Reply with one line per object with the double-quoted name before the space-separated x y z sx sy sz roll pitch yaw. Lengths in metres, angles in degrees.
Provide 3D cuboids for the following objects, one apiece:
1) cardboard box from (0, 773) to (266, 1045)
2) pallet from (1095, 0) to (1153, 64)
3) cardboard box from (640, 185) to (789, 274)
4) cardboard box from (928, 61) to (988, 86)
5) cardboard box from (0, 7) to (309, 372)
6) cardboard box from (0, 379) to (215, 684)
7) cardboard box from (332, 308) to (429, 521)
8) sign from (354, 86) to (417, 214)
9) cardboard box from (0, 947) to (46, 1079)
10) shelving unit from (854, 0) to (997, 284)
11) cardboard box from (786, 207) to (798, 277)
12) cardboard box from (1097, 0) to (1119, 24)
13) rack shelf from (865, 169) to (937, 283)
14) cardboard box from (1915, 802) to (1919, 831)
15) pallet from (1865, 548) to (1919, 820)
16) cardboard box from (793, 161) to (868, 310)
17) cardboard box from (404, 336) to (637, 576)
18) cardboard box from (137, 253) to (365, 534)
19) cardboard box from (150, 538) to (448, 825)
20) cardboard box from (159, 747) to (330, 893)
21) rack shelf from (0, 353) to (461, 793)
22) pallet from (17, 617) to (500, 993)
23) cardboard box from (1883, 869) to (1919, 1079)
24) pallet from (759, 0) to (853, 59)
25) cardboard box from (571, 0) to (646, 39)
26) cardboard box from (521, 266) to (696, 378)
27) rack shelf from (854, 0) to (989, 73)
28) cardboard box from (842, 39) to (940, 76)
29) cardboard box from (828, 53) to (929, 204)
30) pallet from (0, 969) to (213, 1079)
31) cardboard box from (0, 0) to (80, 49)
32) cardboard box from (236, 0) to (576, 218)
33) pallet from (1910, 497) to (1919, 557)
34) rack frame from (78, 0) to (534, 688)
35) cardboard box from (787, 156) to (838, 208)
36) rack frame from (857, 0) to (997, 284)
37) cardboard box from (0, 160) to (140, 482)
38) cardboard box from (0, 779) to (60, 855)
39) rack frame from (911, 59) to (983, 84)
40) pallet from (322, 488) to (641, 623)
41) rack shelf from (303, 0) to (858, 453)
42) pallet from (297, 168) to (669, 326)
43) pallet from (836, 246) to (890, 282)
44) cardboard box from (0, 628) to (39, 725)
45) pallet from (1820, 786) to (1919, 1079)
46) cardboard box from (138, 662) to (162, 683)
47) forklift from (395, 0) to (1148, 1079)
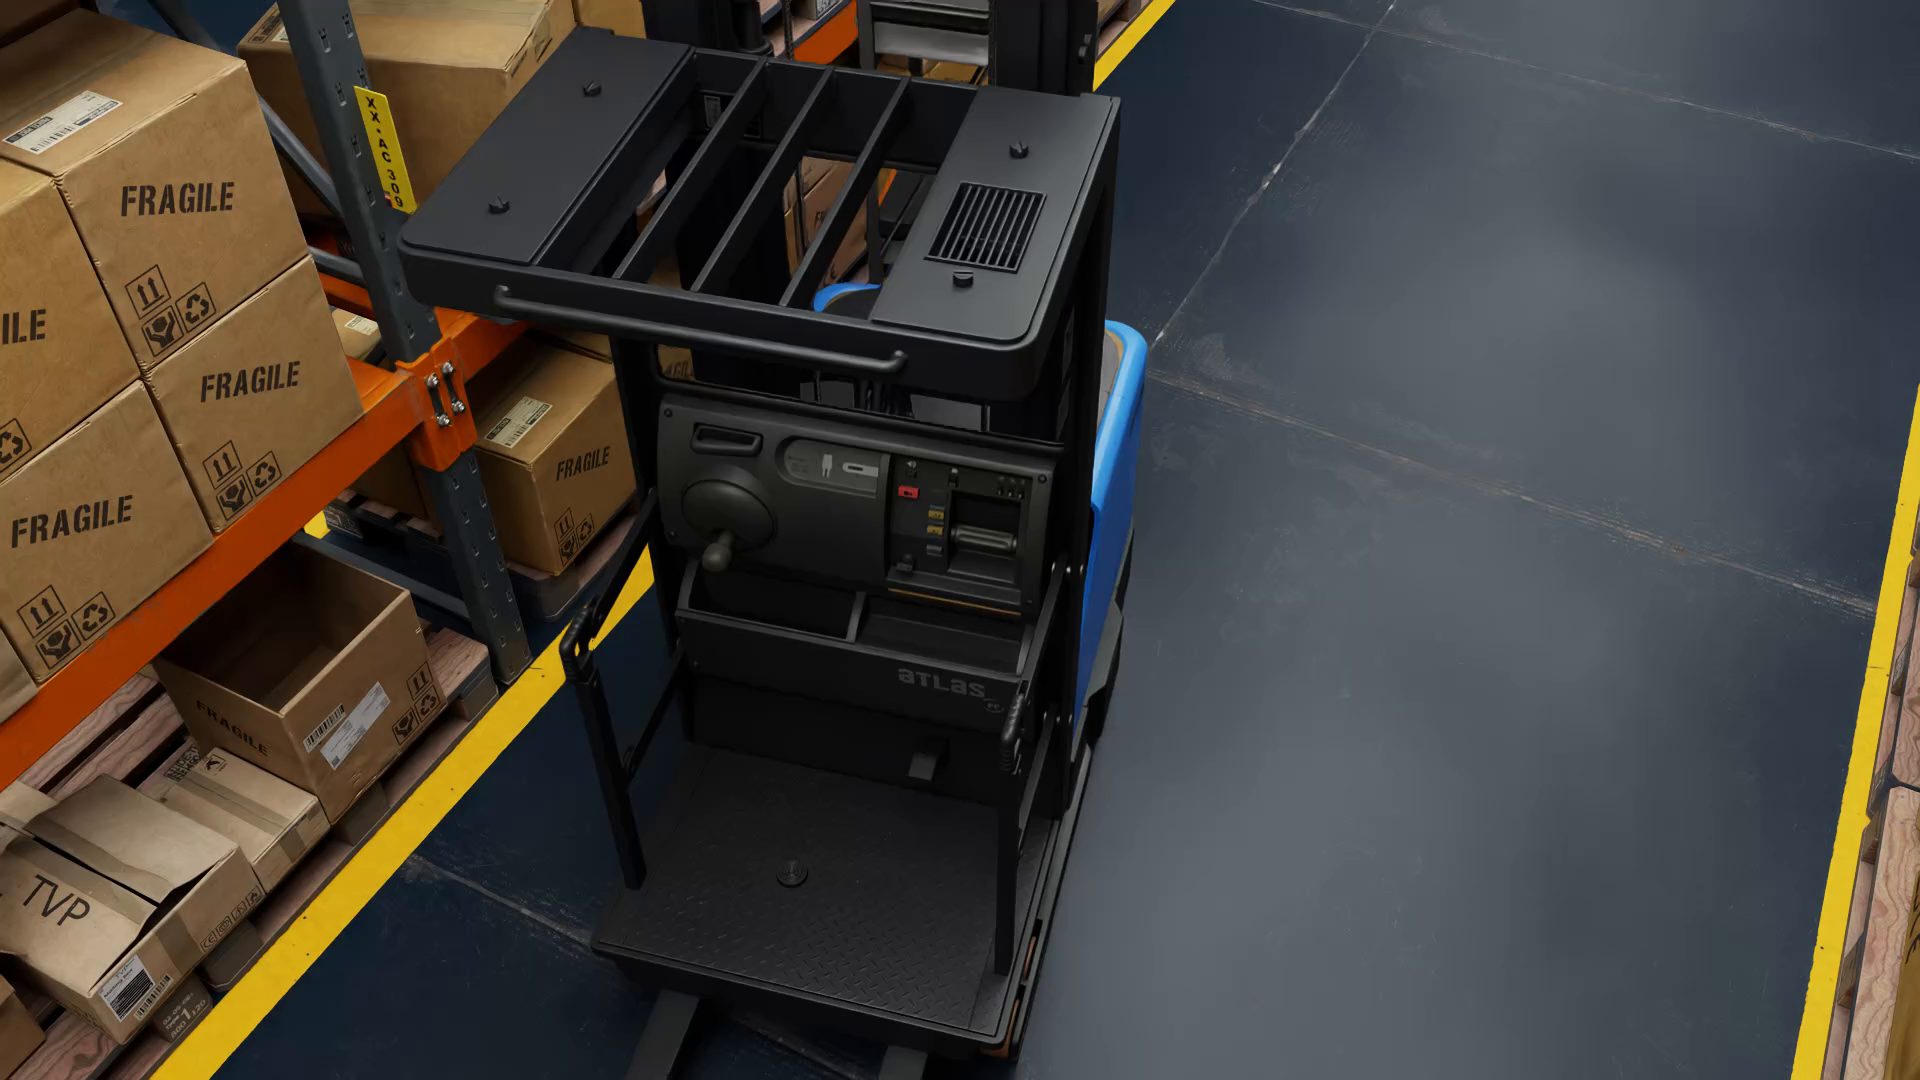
"cardboard box" -2.206 0.927 4.306 0.500 0.311 0.500 20 49 19
"pallet" 0.429 -2.834 8.403 1.003 0.211 1.213 20 49 19
"cardboard box" -0.940 -1.183 5.731 0.500 0.250 0.500 21 49 19
"cardboard box" -0.214 -1.918 6.985 0.500 0.500 0.500 22 49 21
"cardboard box" -1.850 -0.772 3.630 0.500 0.500 0.500 21 49 19
"cardboard box" -2.088 -0.099 3.669 0.500 0.500 0.500 22 49 20
"cardboard box" -1.870 -0.470 5.554 0.500 0.500 0.500 20 49 19
"sign" -1.361 -0.919 3.941 0.100 0.325 0.005 20 49 19
"cardboard box" -2.712 1.119 3.981 0.797 0.503 0.637 20 49 19
"shelving unit" -0.017 -0.940 5.203 0.431 2.100 0.503 10 46 10
"cardboard box" -0.928 -0.941 6.019 0.500 0.500 0.500 21 49 20
"cardboard box" 0.515 -2.723 7.970 0.500 0.250 0.500 20 49 19
"rack shelf" -0.017 -0.930 5.212 0.431 0.518 0.480 10 46 10
"cardboard box" 3.141 0.439 4.423 0.750 0.750 0.750 22 49 20
"pallet" 3.401 0.542 5.066 1.003 0.211 1.213 20 49 19
"cardboard box" -0.693 -1.260 6.334 0.500 0.500 0.500 19 48 18
"cardboard box" -1.404 -0.289 5.375 0.500 0.500 0.500 18 48 17
"cardboard box" -1.850 -0.424 3.990 0.500 0.500 0.500 21 49 20
"cardboard box" -1.858 0.388 4.706 0.500 0.500 0.500 20 49 19
"cardboard box" -1.979 0.767 4.578 0.380 0.149 0.250 20 49 19
"rack shelf" -2.773 0.724 3.431 1.077 0.370 4.000 20 49 19
"pallet" -2.164 0.624 4.985 1.003 0.211 1.213 20 49 19
"cardboard box" 2.731 1.000 3.869 0.750 0.750 0.750 21 49 19
"pallet" -0.887 -2.015 5.767 1.003 0.211 1.213 20 49 19
"cardboard box" -1.164 -1.650 4.907 0.700 0.500 0.500 28 52 25
"cardboard box" -1.167 -0.629 5.711 0.500 0.500 0.500 21 49 20
"rack shelf" -0.017 -1.422 4.714 0.431 0.518 0.480 10 46 10
"cardboard box" -0.237 -2.145 6.682 0.500 0.250 0.500 22 49 21
"cardboard box" -0.455 -1.592 6.663 0.500 0.500 0.500 19 48 18
"pallet" -2.730 1.395 4.223 1.003 0.211 1.213 20 49 19
"cardboard box" -2.313 -0.972 3.828 0.500 0.500 0.500 22 49 20
"cardboard box" -1.427 -1.196 4.458 0.700 0.500 0.500 6 46 6
"pallet" 3.969 -0.224 5.823 1.003 0.211 1.213 20 49 19
"rack frame" -1.845 -0.789 4.421 1.000 3.000 0.127 20 49 19
"cardboard box" -0.708 -1.499 6.043 0.500 0.250 0.500 20 49 18
"rack frame" -0.079 -0.772 5.037 0.400 2.100 0.015 10 46 10
"cardboard box" -2.086 -0.448 3.310 0.500 0.500 0.500 20 49 18
"cardboard box" -2.624 0.794 4.539 0.380 0.166 0.250 20 49 19
"rack frame" 0.044 -1.108 5.369 0.400 2.100 0.015 10 46 10
"pallet" -1.501 -0.334 5.931 1.003 0.211 1.213 20 49 19
"rack shelf" -0.916 -1.796 5.922 1.077 0.370 4.000 20 49 19
"pallet" -1.377 -1.189 4.951 1.003 0.211 1.213 20 49 19
"pallet" -0.936 -1.105 6.694 1.003 0.211 1.213 20 49 19
"cardboard box" -2.324 0.225 3.348 0.500 0.500 0.500 22 49 20
"pallet" 2.836 1.313 4.303 1.003 0.211 1.213 20 49 19
"cardboard box" -2.231 0.195 5.030 0.500 0.311 0.500 20 49 19
"forklift" -0.303 0.023 3.666 1.130 2.935 3.031 10 46 10
